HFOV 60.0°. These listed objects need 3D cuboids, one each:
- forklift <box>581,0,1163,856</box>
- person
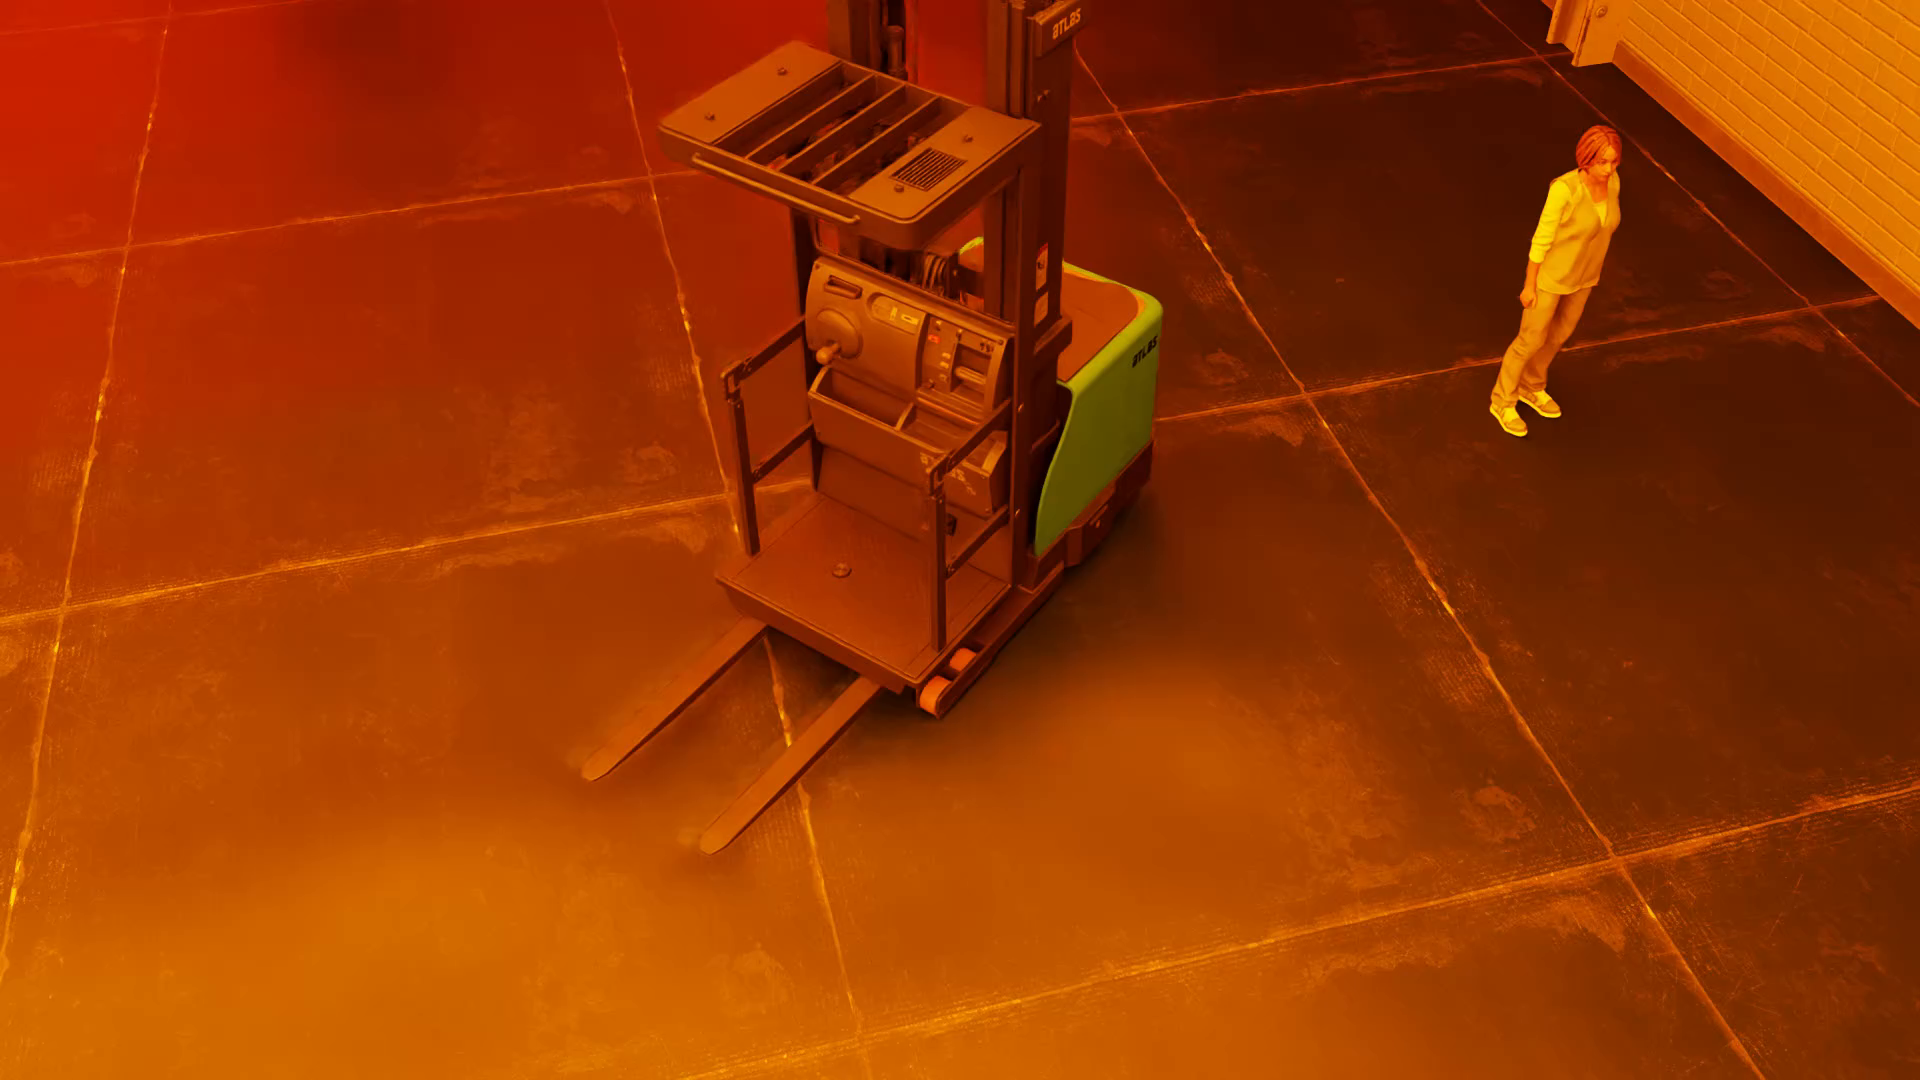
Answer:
[{"bbox_3d":[-0.341,-0.708,6.395,1.130,2.935,3.031,26,49,25],"label":"forklift"},{"bbox_3d":[2.869,-1.233,7.920,0.444,1.602,0.329,-20,47,-20],"label":"person"}]
